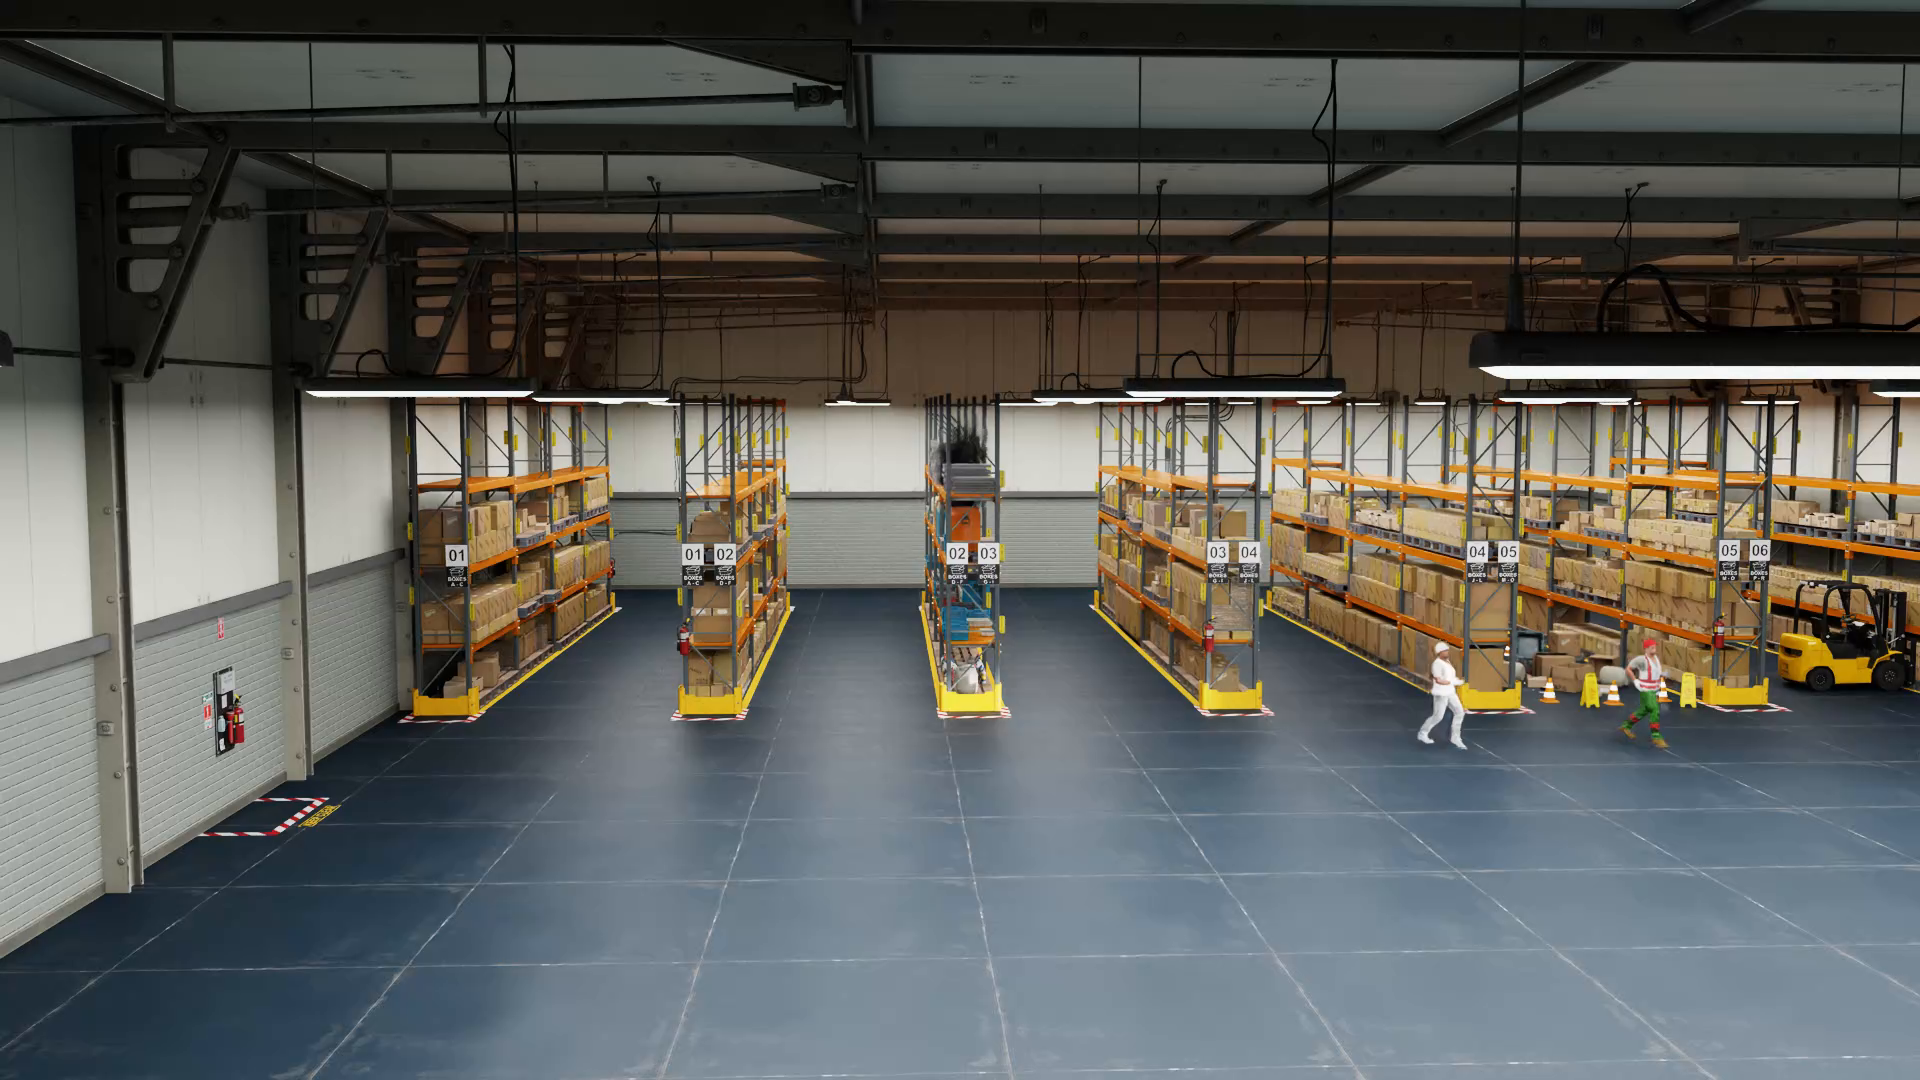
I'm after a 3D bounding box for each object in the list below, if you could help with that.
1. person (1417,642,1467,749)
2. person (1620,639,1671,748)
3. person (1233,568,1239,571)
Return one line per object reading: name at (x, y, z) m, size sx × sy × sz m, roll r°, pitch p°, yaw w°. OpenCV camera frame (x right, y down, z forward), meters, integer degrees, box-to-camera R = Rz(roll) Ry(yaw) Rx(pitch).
person at (8.171, 2.627, 28.135) m, size 0.810 × 1.815 × 0.686 m, roll 3°, pitch 6°, yaw 38°
person at (11.736, 2.581, 28.384) m, size 0.629 × 1.815 × 0.916 m, roll -4°, pitch 6°, yaw -40°
person at (7.943, 1.092, 48.365) m, size 0.751 × 1.677 × 0.655 m, roll -4°, pitch 6°, yaw -44°
